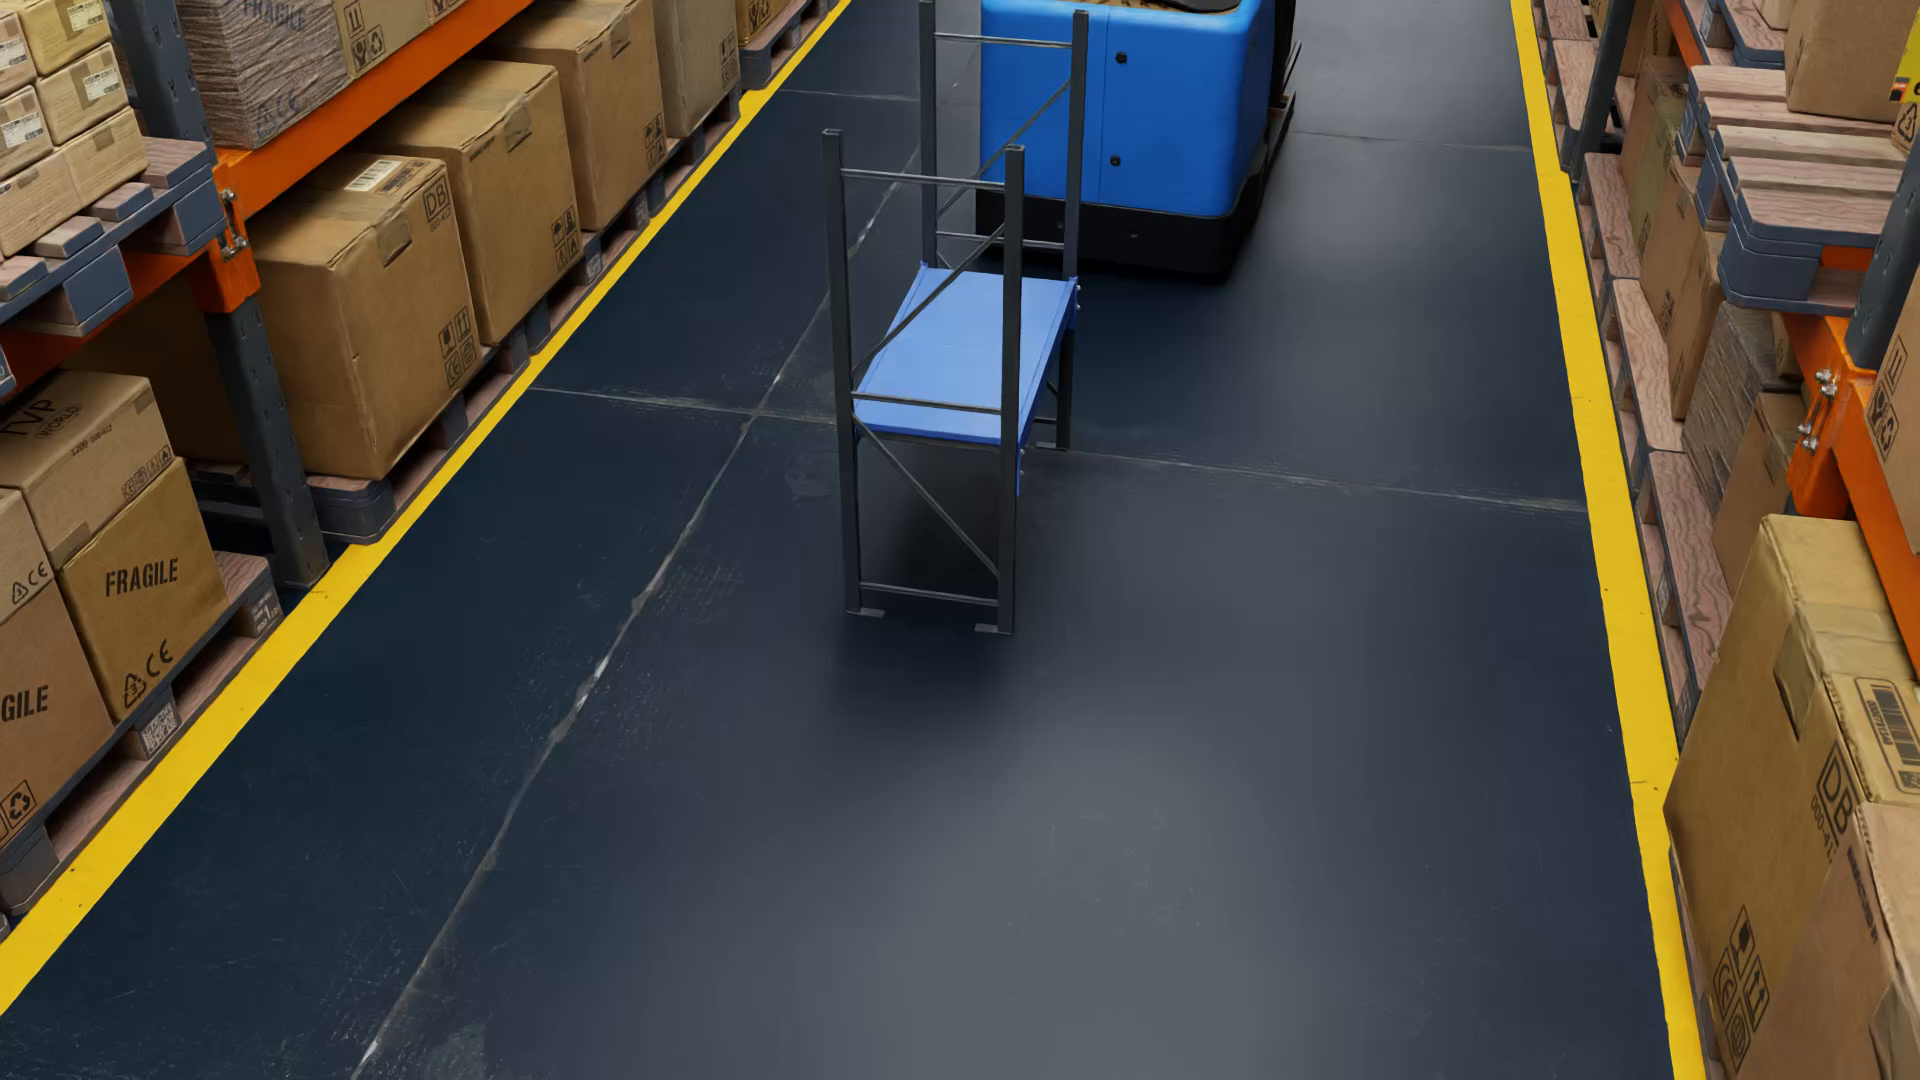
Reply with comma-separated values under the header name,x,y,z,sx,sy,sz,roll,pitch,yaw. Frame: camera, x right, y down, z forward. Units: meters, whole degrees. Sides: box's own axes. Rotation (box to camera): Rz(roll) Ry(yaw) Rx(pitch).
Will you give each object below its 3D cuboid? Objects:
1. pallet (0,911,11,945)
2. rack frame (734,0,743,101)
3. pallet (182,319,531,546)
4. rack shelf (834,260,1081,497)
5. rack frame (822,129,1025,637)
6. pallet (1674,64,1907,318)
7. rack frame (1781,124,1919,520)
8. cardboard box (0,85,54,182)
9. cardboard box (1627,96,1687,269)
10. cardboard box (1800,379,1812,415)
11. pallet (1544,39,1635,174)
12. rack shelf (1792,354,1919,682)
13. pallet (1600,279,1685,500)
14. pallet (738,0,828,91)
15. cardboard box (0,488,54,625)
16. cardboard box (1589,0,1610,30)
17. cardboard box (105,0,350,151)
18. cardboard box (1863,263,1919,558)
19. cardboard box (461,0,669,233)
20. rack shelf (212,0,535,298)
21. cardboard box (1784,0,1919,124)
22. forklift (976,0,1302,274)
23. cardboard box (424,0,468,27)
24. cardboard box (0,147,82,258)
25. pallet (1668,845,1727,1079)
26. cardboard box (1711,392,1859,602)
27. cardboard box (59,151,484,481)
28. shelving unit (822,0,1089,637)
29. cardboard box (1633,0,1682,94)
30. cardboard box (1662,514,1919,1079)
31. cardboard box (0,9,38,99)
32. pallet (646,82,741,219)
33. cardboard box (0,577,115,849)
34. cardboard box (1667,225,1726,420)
name,x,y,z,sx,sy,sz,roll,pitch,yaw
pallet,-2.872,1.116,3.531,1.003,0.211,1.213,7,37,10
rack frame,-1.587,-3.452,7.457,1.000,3.000,0.127,7,37,10
pallet,-2.199,-0.472,5.722,1.003,0.211,1.213,7,37,10
rack shelf,0.018,-0.511,4.983,0.538,0.185,1.000,7,37,10
rack frame,-0.090,-0.365,4.475,0.500,1.500,0.032,7,37,10
pallet,2.431,-0.823,3.993,1.213,0.211,1.003,7,37,10
rack frame,2.383,-0.479,3.355,1.000,3.000,0.127,7,37,10
cardboard box,-2.157,-0.854,3.475,0.380,0.149,0.250,9,37,12
cardboard box,2.965,-1.318,6.267,0.700,0.500,0.500,7,37,10
cardboard box,2.496,-0.337,4.274,0.500,0.250,0.500,9,37,12
pallet,3.346,-2.033,7.875,1.003,0.211,1.213,7,37,10
rack shelf,1.955,0.959,1.984,1.077,0.370,4.000,7,37,10
pallet,2.814,-0.495,5.753,1.003,0.211,1.213,7,37,10
pallet,-1.348,-2.749,8.863,1.003,0.211,1.213,7,37,10
cardboard box,-2.428,0.096,3.695,0.500,0.250,0.500,8,37,11
cardboard box,3.532,-2.850,8.398,0.500,0.500,0.500,4,36,6
cardboard box,-2.082,-1.423,4.572,0.500,0.500,0.500,8,37,10
cardboard box,2.013,-0.275,2.988,0.500,0.500,0.500,8,37,11
cardboard box,-1.841,-1.791,6.725,1.050,0.750,0.750,7,37,10
rack shelf,-2.014,-2.014,6.086,1.077,0.370,4.000,7,37,10
cardboard box,2.480,-1.337,4.095,0.700,0.500,0.500,13,38,17
forklift,0.975,-3.104,7.035,1.130,2.935,3.031,10,37,13
cardboard box,-1.868,-2.004,5.373,0.500,0.500,0.500,7,37,10
cardboard box,-2.152,-0.744,3.577,0.380,0.149,0.250,7,37,10
pallet,2.141,1.093,3.563,1.003,0.211,1.213,7,37,10
cardboard box,2.506,-0.032,4.493,0.700,0.500,0.500,5,36,8
cardboard box,-2.223,-0.756,5.296,1.050,0.750,0.750,7,36,9
shelving unit,0.018,-0.656,4.877,0.538,1.500,1.048,7,37,10
cardboard box,3.362,-2.154,7.439,0.500,0.500,0.500,6,36,9
cardboard box,2.215,0.604,3.313,1.225,0.875,0.875,6,36,8
cardboard box,-2.154,-0.986,3.403,0.380,0.149,0.250,7,36,9
pallet,-1.678,-1.871,7.652,1.003,0.211,1.213,7,37,10
cardboard box,-2.441,0.391,3.927,0.500,0.500,0.500,9,37,12
cardboard box,2.727,-0.677,5.383,0.700,0.500,0.500,10,37,14
